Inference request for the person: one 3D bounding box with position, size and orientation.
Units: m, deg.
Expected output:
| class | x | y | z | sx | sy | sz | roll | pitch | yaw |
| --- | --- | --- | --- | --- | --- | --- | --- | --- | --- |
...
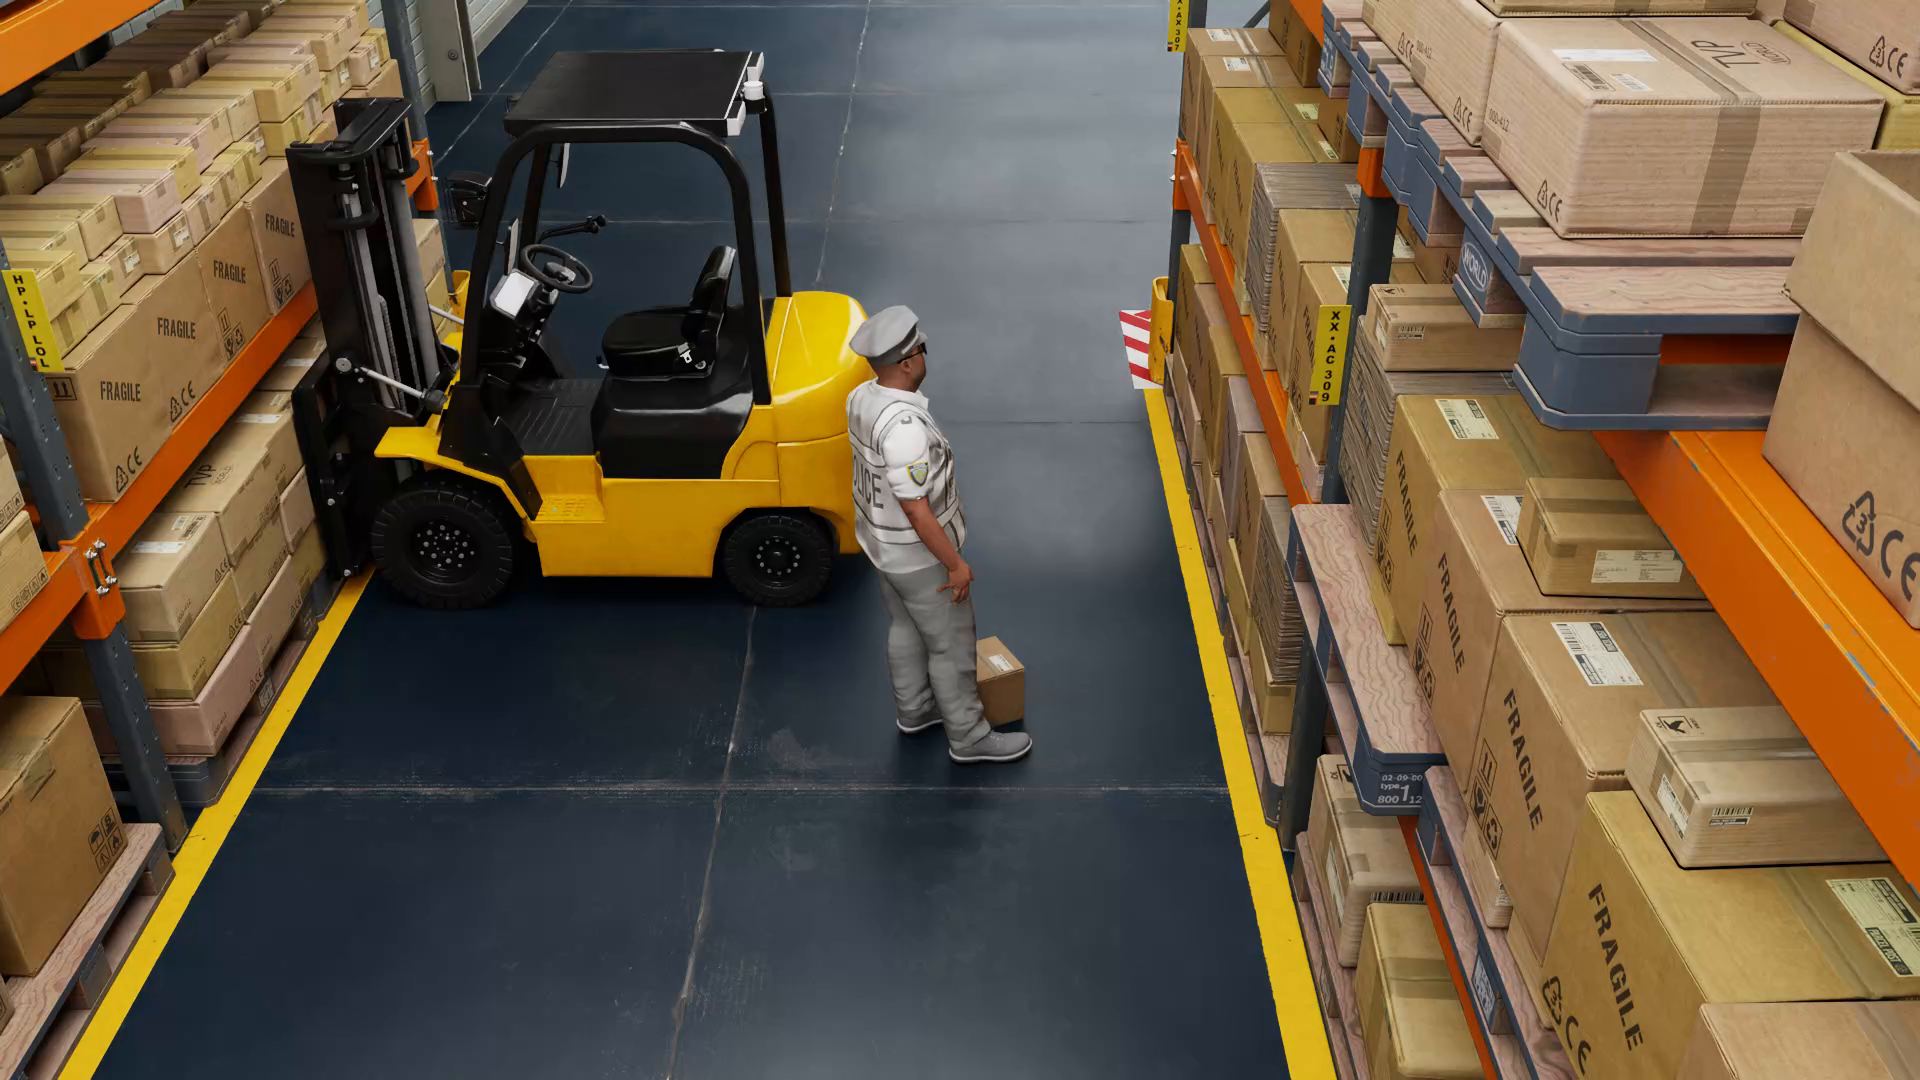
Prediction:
| class | x | y | z | sx | sy | sz | roll | pitch | yaw |
| --- | --- | --- | --- | --- | --- | --- | --- | --- | --- |
| person | -0.092 | -0.020 | 6.114 | 0.574 | 1.780 | 0.640 | -13 | 34 | -21 |
